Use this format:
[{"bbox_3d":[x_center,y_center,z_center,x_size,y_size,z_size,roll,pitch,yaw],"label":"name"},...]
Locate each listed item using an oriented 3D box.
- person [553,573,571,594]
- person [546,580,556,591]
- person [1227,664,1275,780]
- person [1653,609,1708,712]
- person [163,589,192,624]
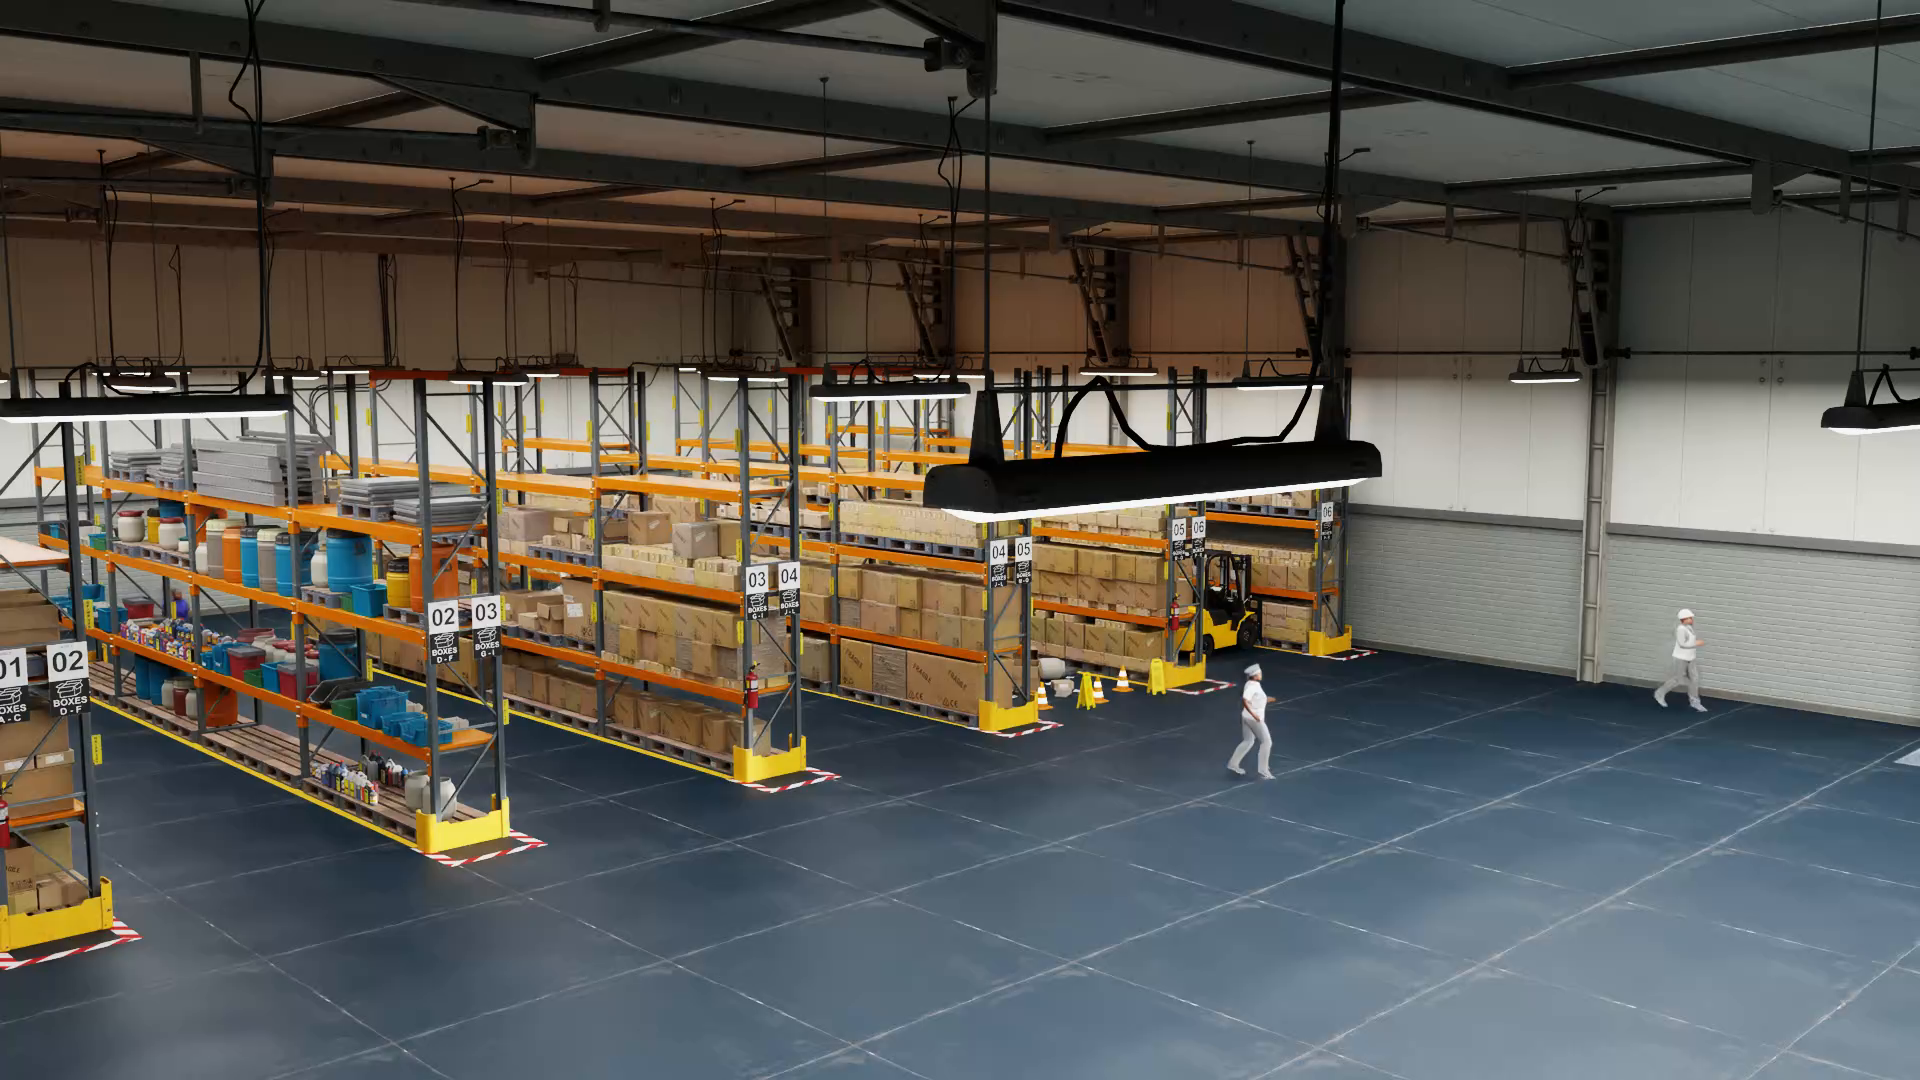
[{"bbox_3d":[-8.189,1.562,34.515,0.652,1.803,0.798,-5,8,-37],"label":"person"},{"bbox_3d":[-10.037,0.903,40.933,0.518,1.632,0.638,1,7,8],"label":"person"},{"bbox_3d":[4.360,2.708,24.726,0.701,1.747,0.560,-1,7,-8],"label":"person"},{"bbox_3d":[12.777,2.114,29.410,0.893,1.801,0.674,5,8,39],"label":"person"},{"bbox_3d":[-15.730,1.761,33.552,0.608,1.592,0.601,4,7,30],"label":"person"}]
